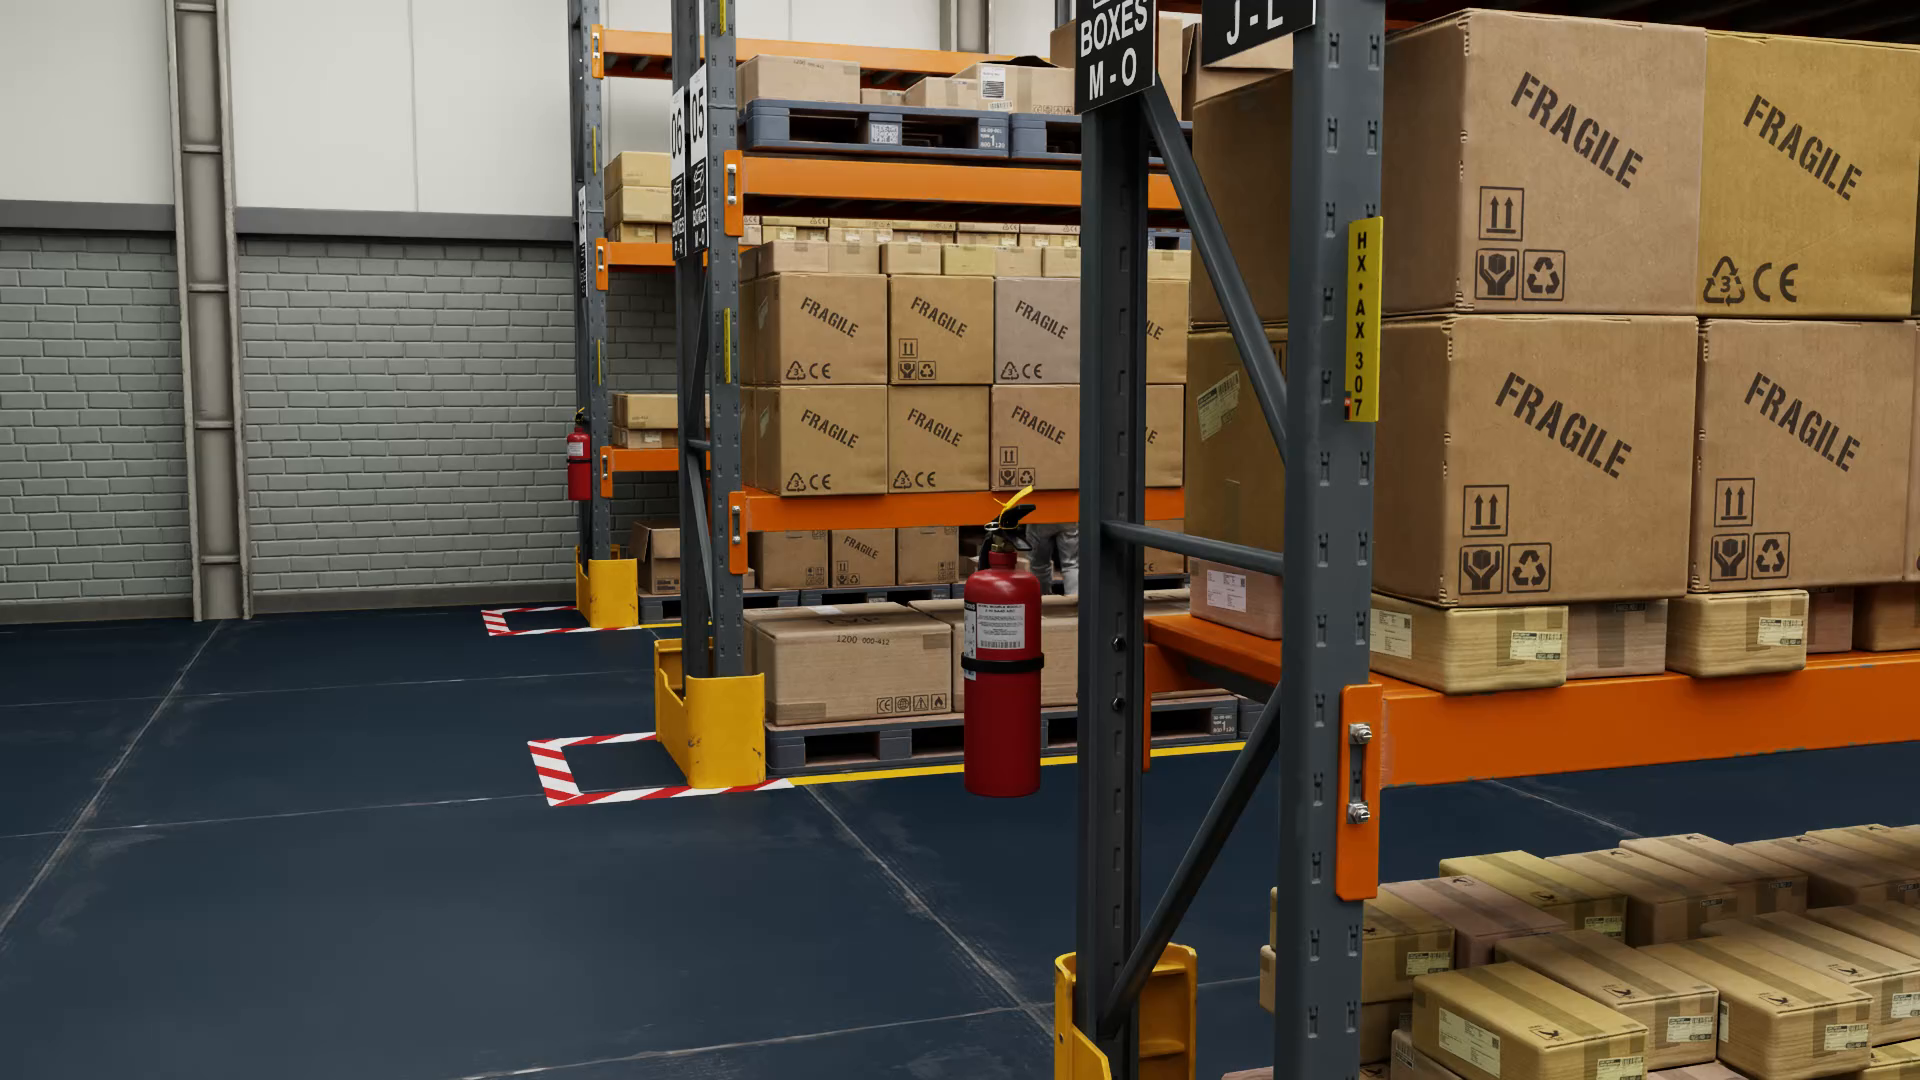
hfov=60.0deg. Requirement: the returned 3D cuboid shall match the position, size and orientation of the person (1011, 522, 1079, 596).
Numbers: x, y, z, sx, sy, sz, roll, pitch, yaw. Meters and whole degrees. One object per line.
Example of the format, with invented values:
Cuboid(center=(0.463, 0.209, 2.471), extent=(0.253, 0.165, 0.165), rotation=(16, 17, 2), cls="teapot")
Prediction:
Cuboid(center=(0.640, -0.177, 11.604), extent=(0.617, 1.750, 0.994), rotation=(0, 6, -2), cls="person")
